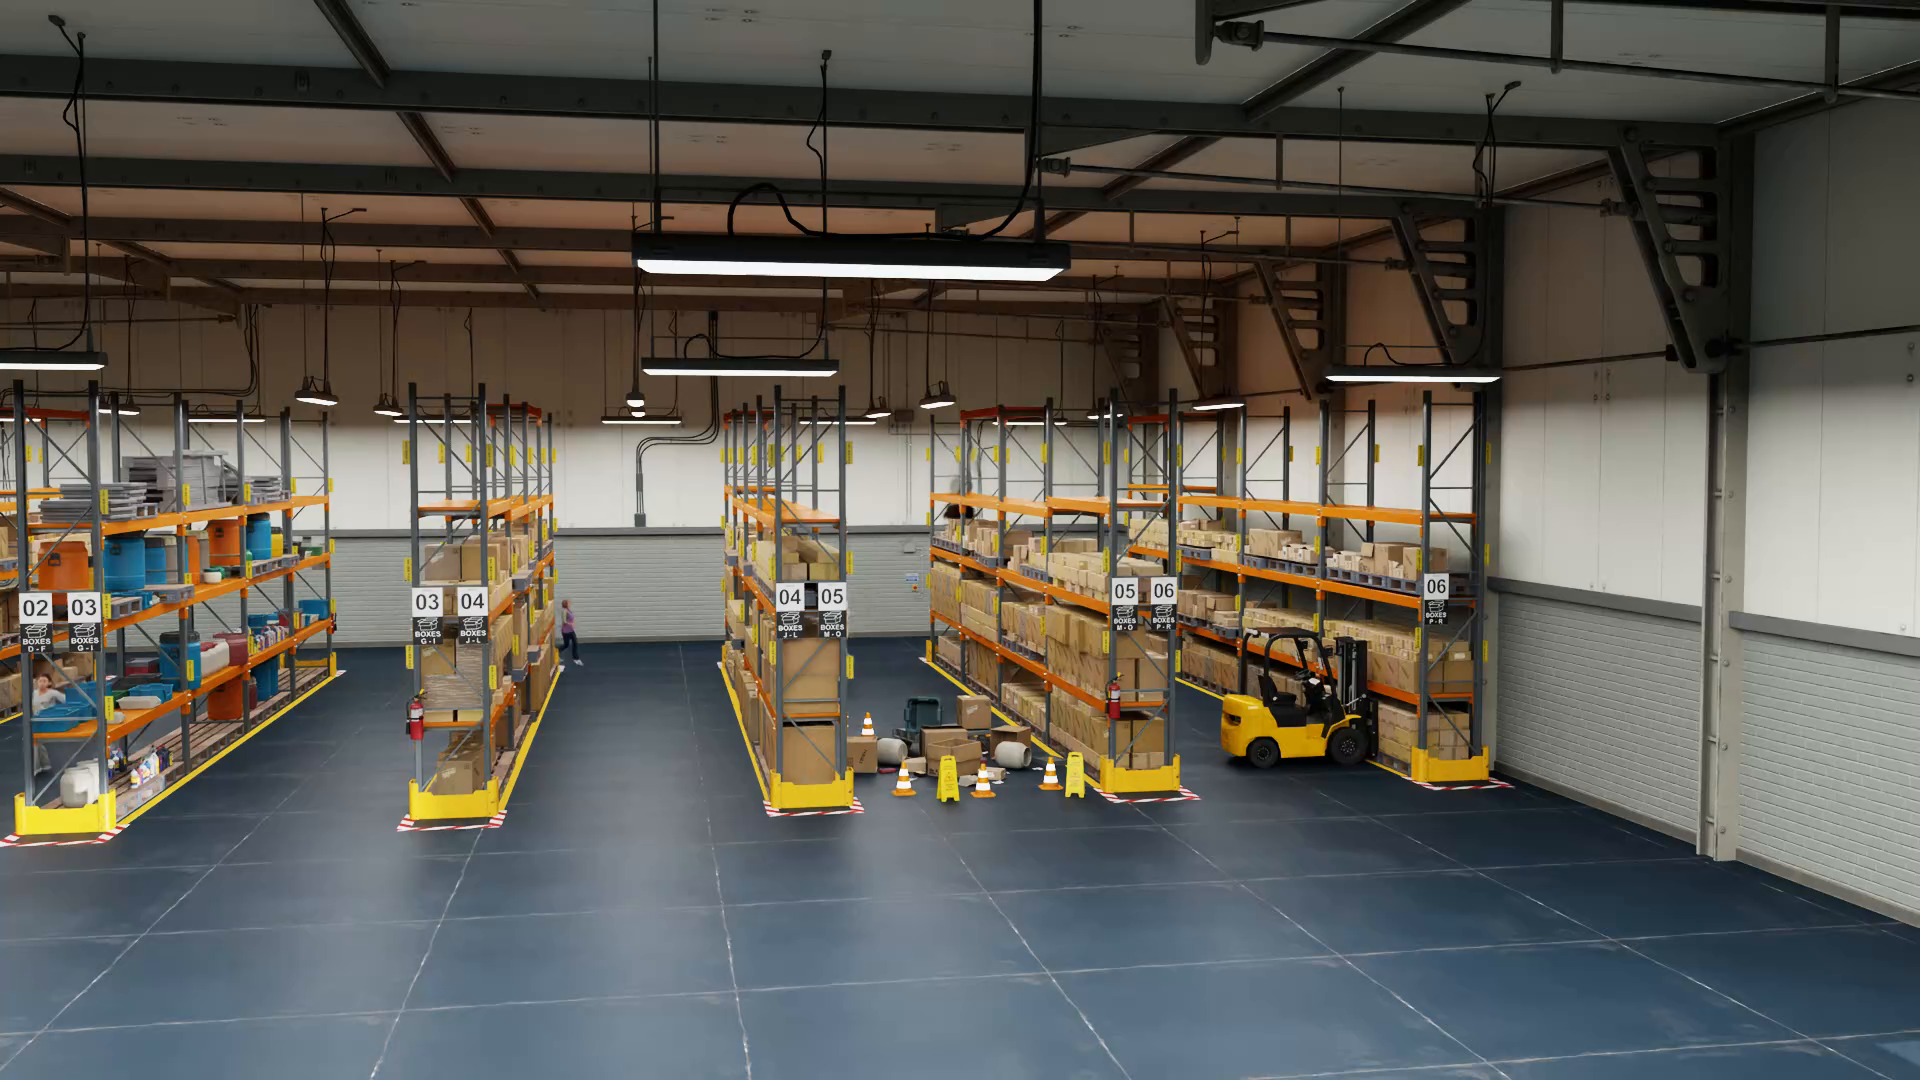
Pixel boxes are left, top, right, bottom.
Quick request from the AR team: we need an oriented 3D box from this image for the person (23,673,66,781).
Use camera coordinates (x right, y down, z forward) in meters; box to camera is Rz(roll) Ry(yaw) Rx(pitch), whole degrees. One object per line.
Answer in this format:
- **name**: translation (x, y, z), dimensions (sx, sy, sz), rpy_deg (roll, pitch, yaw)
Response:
- **person**: translation (-14.224, 2.888, 25.812), dimensions (0.700, 1.672, 0.681), rpy_deg (1, 3, 12)

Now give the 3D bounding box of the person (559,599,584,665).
- **person**: translation (-9.408, 2.205, 39.685), dimensions (0.755, 1.604, 0.549), rpy_deg (0, 3, 8)
